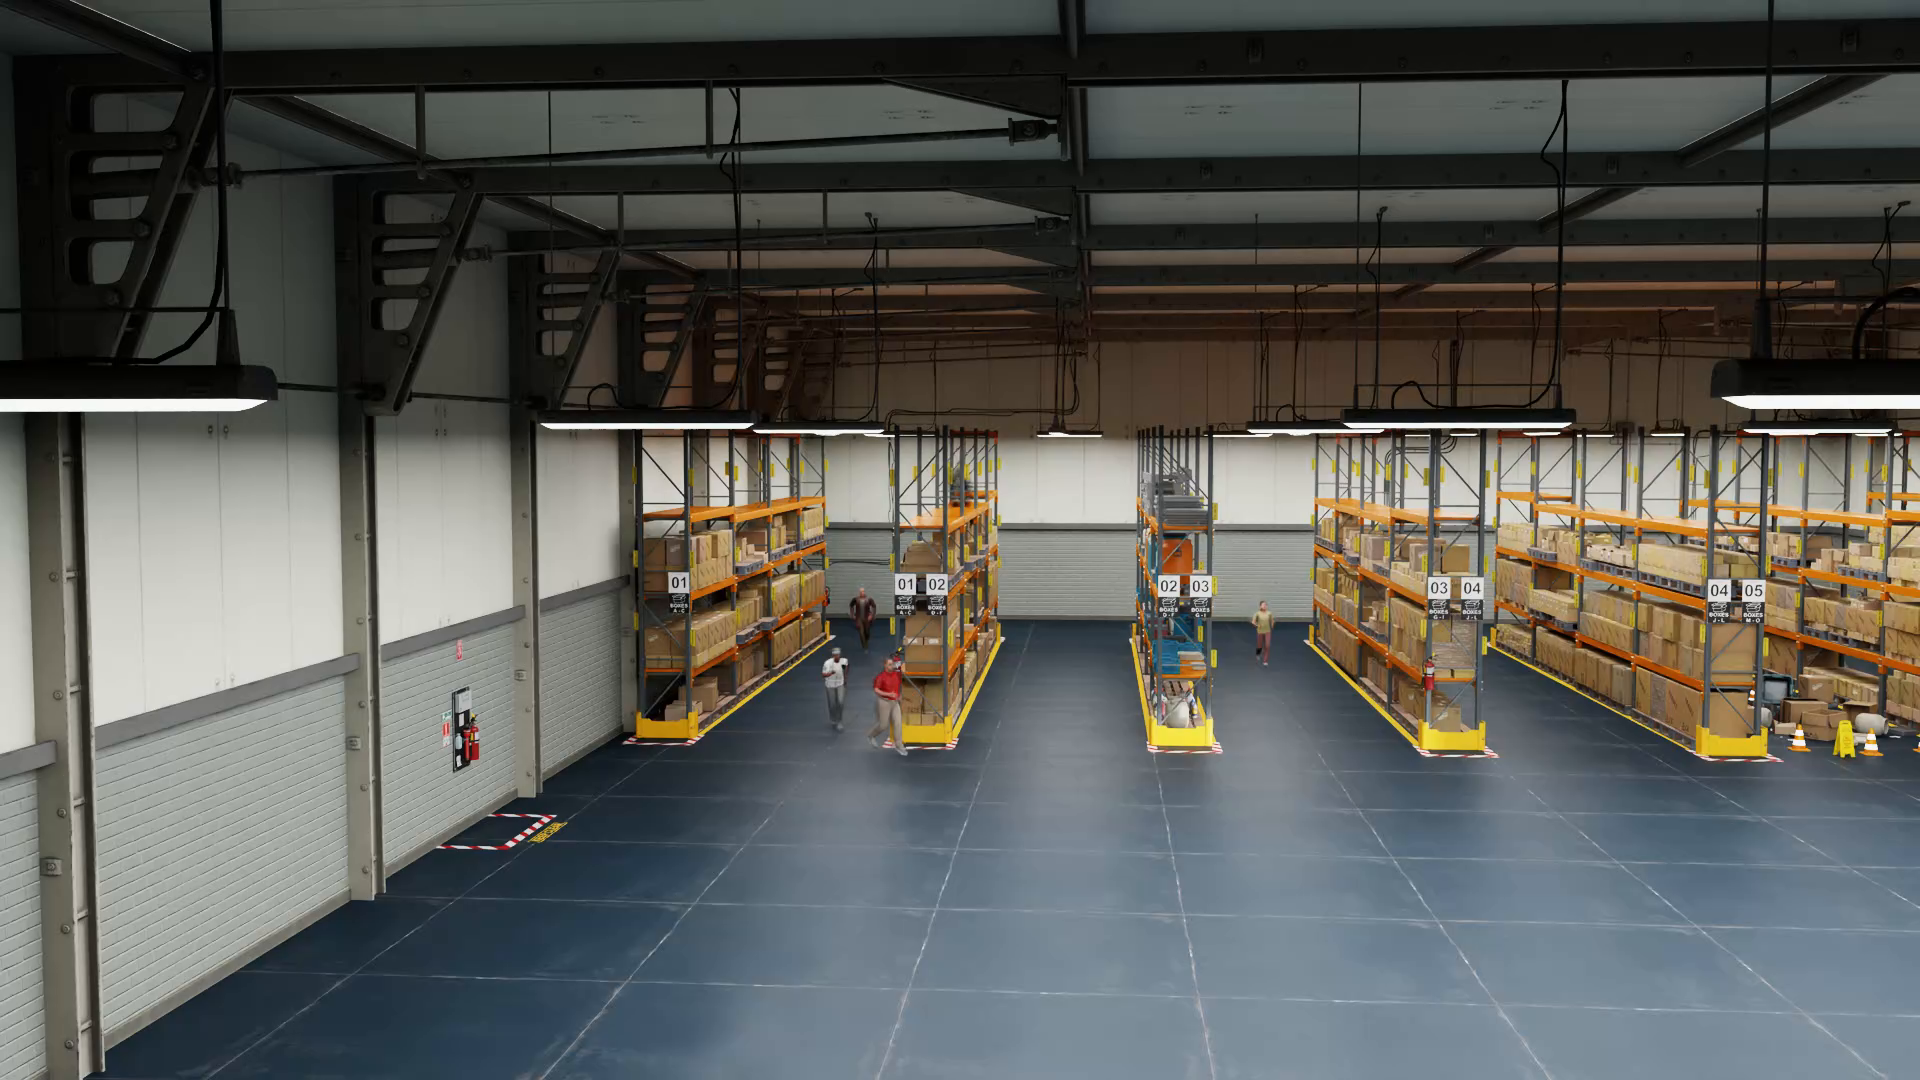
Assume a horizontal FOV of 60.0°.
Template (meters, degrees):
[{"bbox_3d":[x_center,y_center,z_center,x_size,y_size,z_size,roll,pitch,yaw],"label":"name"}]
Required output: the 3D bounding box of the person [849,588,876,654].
[{"bbox_3d":[-2.623,2.163,44.911,0.737,1.758,0.863,0,3,-3],"label":"person"}]

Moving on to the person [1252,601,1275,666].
[{"bbox_3d":[7.733,2.363,42.334,0.588,1.628,0.758,0,3,-1],"label":"person"}]

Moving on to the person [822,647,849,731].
[{"bbox_3d":[-2.461,2.917,32.922,0.566,1.657,0.894,0,3,-8],"label":"person"}]

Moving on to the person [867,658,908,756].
[{"bbox_3d":[-1.317,3.030,30.404,0.678,1.748,0.961,-3,5,-45],"label":"person"}]
